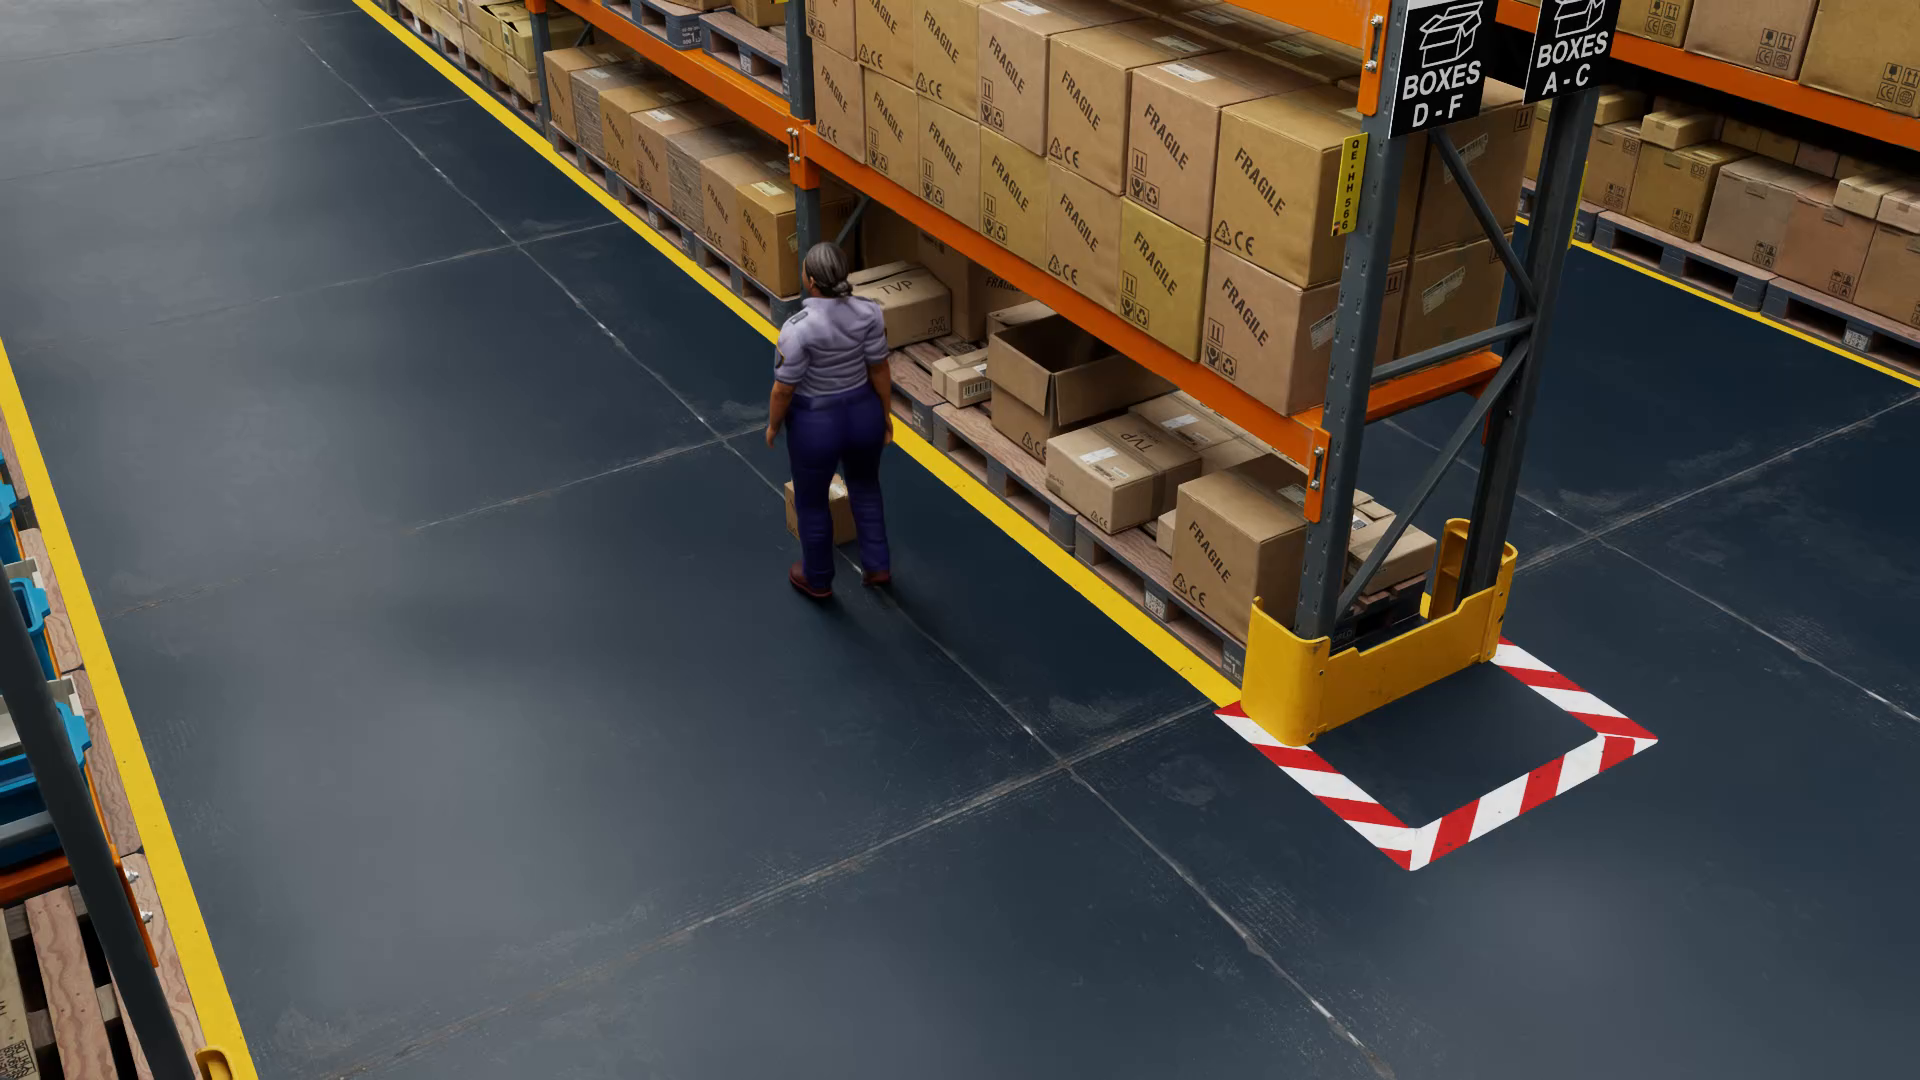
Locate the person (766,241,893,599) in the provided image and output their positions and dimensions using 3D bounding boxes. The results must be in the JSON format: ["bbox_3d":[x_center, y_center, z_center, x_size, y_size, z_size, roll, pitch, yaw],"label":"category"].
[{"bbox_3d":[-0.548,-0.457,6.871,0.522,1.714,0.442,-17,36,-24],"label":"person"}]
